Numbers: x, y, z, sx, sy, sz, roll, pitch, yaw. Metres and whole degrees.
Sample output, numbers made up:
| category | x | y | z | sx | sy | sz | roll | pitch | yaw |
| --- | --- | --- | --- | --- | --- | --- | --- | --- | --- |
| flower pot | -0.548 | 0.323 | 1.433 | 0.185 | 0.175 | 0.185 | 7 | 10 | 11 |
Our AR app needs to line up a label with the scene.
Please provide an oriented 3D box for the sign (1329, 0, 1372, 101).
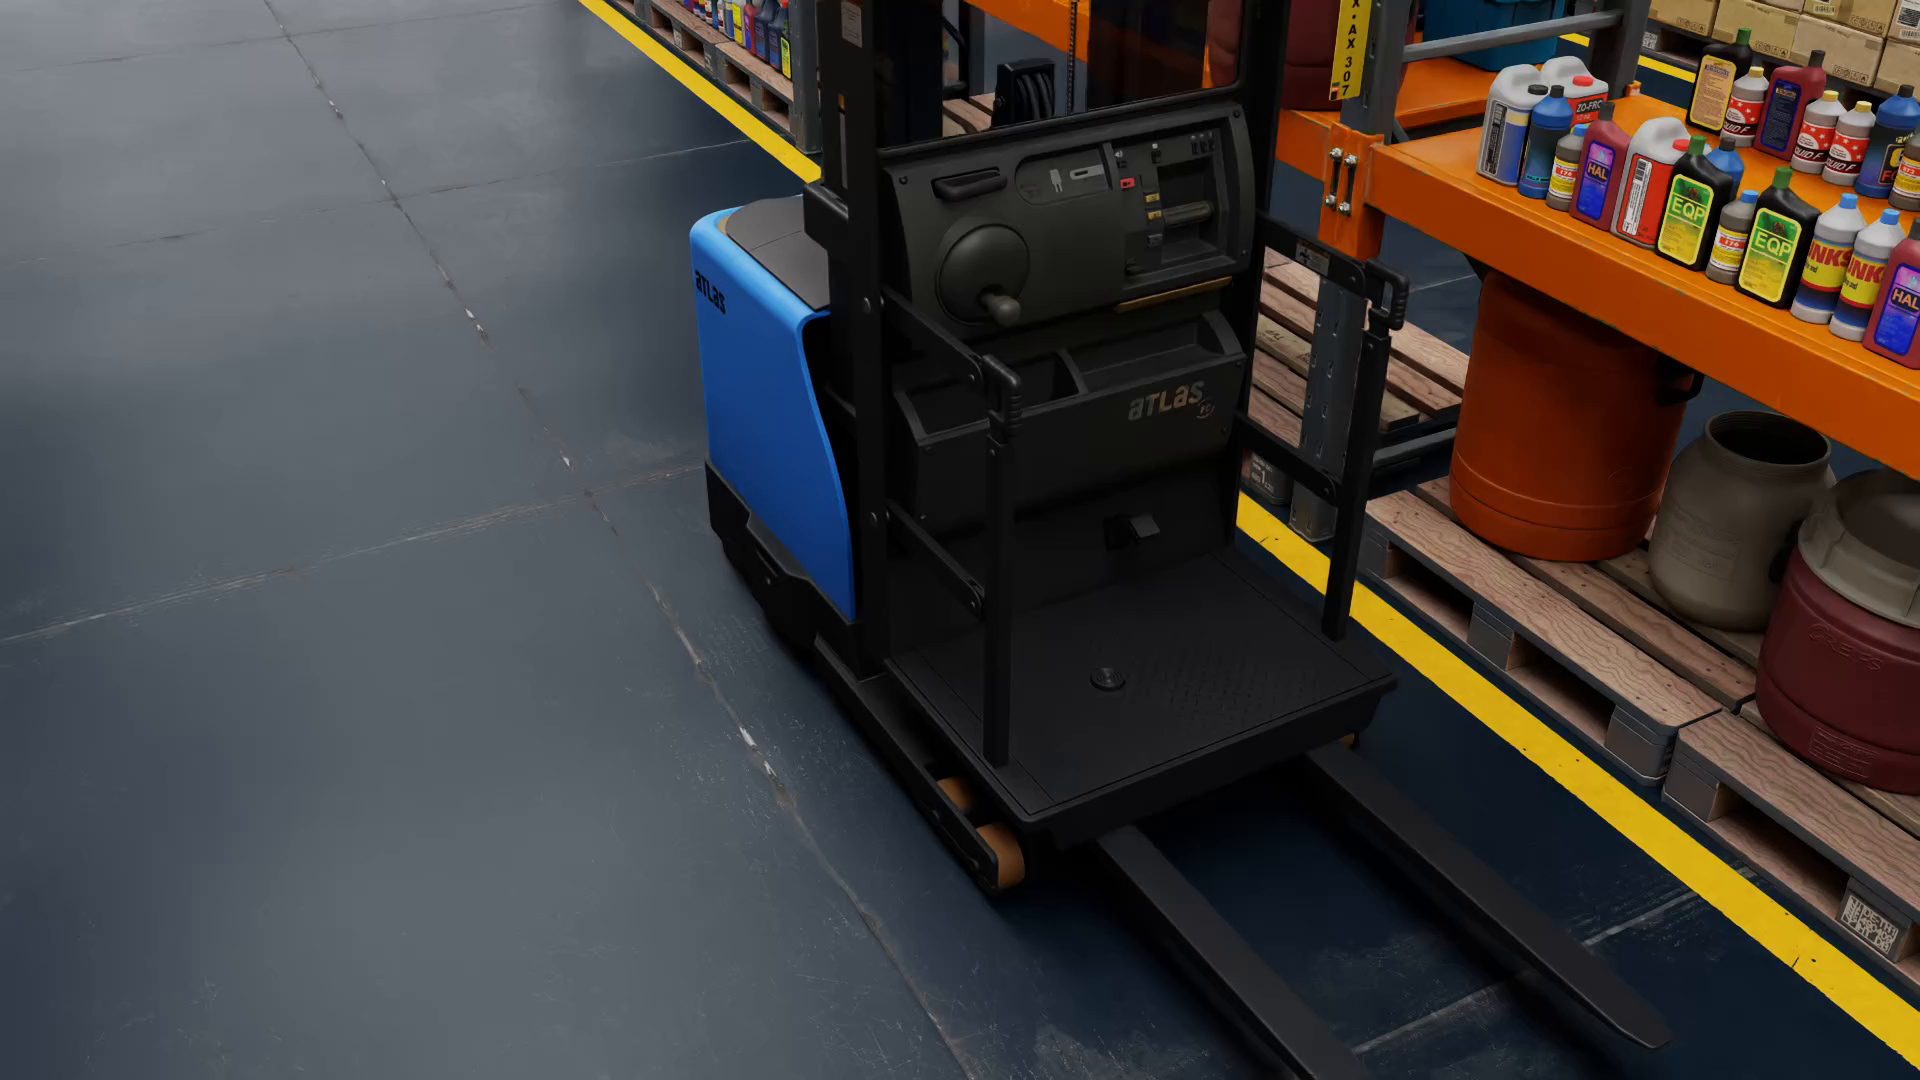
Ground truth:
| category | x | y | z | sx | sy | sz | roll | pitch | yaw |
| --- | --- | --- | --- | --- | --- | --- | --- | --- | --- |
| sign | 1.034 | -1.326 | 4.388 | 0.100 | 0.325 | 0.005 | -16 | 36 | -23 |

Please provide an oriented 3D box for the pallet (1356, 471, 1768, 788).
| category | x | y | z | sx | sy | sz | roll | pitch | yaw |
| --- | --- | --- | --- | --- | --- | --- | --- | --- | --- |
| pallet | 1.922 | 0.141 | 4.834 | 1.003 | 0.211 | 1.213 | -16 | 36 | -23 |

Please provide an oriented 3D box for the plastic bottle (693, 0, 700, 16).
| category | x | y | z | sx | sy | sz | roll | pitch | yaw |
| --- | --- | --- | --- | --- | --- | --- | --- | --- | --- |
| plastic bottle | -1.483 | -3.146 | 9.501 | 0.097 | 0.271 | 0.097 | 0 | 33 | 0 |

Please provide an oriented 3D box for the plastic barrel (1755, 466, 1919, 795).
| category | x | y | z | sx | sy | sz | roll | pitch | yaw |
| --- | --- | --- | --- | --- | --- | --- | --- | --- | --- |
| plastic barrel | 2.287 | 0.208 | 3.991 | 0.600 | 0.588 | 0.708 | -16 | 36 | -23 |

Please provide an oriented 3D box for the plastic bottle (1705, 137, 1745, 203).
| category | x | y | z | sx | sy | sz | roll | pitch | yaw |
| --- | --- | --- | --- | --- | --- | --- | --- | --- | --- |
| plastic bottle | 1.733 | -0.789 | 3.821 | 0.097 | 0.271 | 0.097 | 0 | 33 | 0 |

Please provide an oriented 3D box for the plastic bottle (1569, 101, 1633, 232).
| category | x | y | z | sx | sy | sz | roll | pitch | yaw |
| --- | --- | --- | --- | --- | --- | --- | --- | --- | --- |
| plastic bottle | 1.546 | -0.894 | 3.972 | 0.061 | 0.283 | 0.133 | -16 | 36 | -23 |

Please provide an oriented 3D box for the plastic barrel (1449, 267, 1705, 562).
| category | x | y | z | sx | sy | sz | roll | pitch | yaw |
| --- | --- | --- | --- | --- | --- | --- | --- | --- | --- |
| plastic barrel | 1.760 | -0.433 | 4.767 | 0.600 | 0.830 | 0.708 | -16 | 36 | -23 |

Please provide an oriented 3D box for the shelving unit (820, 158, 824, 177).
| category | x | y | z | sx | sy | sz | roll | pitch | yaw |
| --- | --- | --- | --- | --- | --- | --- | --- | --- | --- |
| shelving unit | -0.284 | -0.708 | 5.382 | 0.215 | 1.050 | 0.252 | -17 | 36 | -24 |

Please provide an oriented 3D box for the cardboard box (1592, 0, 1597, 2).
| category | x | y | z | sx | sy | sz | roll | pitch | yaw |
| --- | --- | --- | --- | --- | --- | --- | --- | --- | --- |
| cardboard box | 4.005 | -3.316 | 9.805 | 0.500 | 0.250 | 0.500 | -17 | 36 | -24 |

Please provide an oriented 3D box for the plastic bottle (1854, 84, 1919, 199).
| category | x | y | z | sx | sy | sz | roll | pitch | yaw |
| --- | --- | --- | --- | --- | --- | --- | --- | --- | --- |
| plastic bottle | 2.319 | -0.996 | 4.144 | 0.097 | 0.271 | 0.097 | 0 | 33 | 0 |

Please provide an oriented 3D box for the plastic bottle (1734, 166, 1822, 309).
| category | x | y | z | sx | sy | sz | roll | pitch | yaw |
| --- | --- | --- | --- | --- | --- | --- | --- | --- | --- |
| plastic bottle | 1.779 | -0.656 | 3.601 | 0.061 | 0.283 | 0.133 | -16 | 36 | -23 |

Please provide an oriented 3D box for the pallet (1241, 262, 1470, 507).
| category | x | y | z | sx | sy | sz | roll | pitch | yaw |
| --- | --- | --- | --- | --- | --- | --- | --- | --- | --- |
| pallet | 1.190 | -0.604 | 5.997 | 1.003 | 0.211 | 1.213 | -16 | 36 | -23 |

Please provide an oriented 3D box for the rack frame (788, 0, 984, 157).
| category | x | y | z | sx | sy | sz | roll | pitch | yaw |
| --- | --- | --- | --- | --- | --- | --- | --- | --- | --- |
| rack frame | -0.348 | -3.308 | 7.633 | 1.000 | 3.000 | 0.127 | -16 | 36 | -23 |

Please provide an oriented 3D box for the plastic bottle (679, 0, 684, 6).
| category | x | y | z | sx | sy | sz | roll | pitch | yaw |
| --- | --- | --- | --- | --- | --- | --- | --- | --- | --- |
| plastic bottle | -1.595 | -3.231 | 9.698 | 0.097 | 0.201 | 0.097 | 0 | 33 | 0 |

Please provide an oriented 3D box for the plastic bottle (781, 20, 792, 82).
| category | x | y | z | sx | sy | sz | roll | pitch | yaw |
| --- | --- | --- | --- | --- | --- | --- | --- | --- | --- |
| plastic bottle | -0.864 | -2.496 | 8.475 | 0.061 | 0.283 | 0.133 | -14 | 35 | -21 |

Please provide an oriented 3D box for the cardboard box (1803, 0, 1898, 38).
| category | x | y | z | sx | sy | sz | roll | pitch | yaw |
| --- | --- | --- | --- | --- | --- | --- | --- | --- | --- |
| cardboard box | 4.726 | -2.814 | 8.501 | 0.500 | 0.311 | 0.500 | -15 | 36 | -22 |

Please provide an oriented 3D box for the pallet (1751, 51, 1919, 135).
| category | x | y | z | sx | sy | sz | roll | pitch | yaw |
| --- | --- | --- | --- | --- | --- | --- | --- | --- | --- |
| pallet | 4.987 | -2.453 | 8.883 | 1.003 | 0.211 | 1.213 | -16 | 36 | -23 |

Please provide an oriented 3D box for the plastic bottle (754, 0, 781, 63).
| category | x | y | z | sx | sy | sz | roll | pitch | yaw |
| --- | --- | --- | --- | --- | --- | --- | --- | --- | --- |
| plastic bottle | -0.992 | -2.704 | 8.738 | 0.144 | 0.351 | 0.185 | -18 | 37 | -25 |

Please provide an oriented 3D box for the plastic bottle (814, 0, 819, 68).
| category | x | y | z | sx | sy | sz | roll | pitch | yaw |
| --- | --- | --- | --- | --- | --- | --- | --- | --- | --- |
| plastic bottle | -0.775 | -2.649 | 8.652 | 0.144 | 0.351 | 0.185 | -16 | 36 | -23 |

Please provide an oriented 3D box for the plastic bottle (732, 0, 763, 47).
| category | x | y | z | sx | sy | sz | roll | pitch | yaw |
| --- | --- | --- | --- | --- | --- | --- | --- | --- | --- |
| plastic bottle | -1.143 | -2.858 | 8.979 | 0.144 | 0.351 | 0.185 | -16 | 36 | -23 |

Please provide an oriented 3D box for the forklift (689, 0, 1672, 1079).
| category | x | y | z | sx | sy | sz | roll | pitch | yaw |
| --- | --- | --- | --- | --- | --- | --- | --- | --- | --- |
| forklift | 0.381 | -0.682 | 3.598 | 1.130 | 2.935 | 3.031 | -17 | 36 | -24 |

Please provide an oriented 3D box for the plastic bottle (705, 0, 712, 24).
| category | x | y | z | sx | sy | sz | roll | pitch | yaw |
| --- | --- | --- | --- | --- | --- | --- | --- | --- | --- |
| plastic bottle | -1.390 | -3.022 | 9.372 | 0.097 | 0.201 | 0.097 | 0 | 33 | 0 |

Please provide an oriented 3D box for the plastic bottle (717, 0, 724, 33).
| category | x | y | z | sx | sy | sz | roll | pitch | yaw |
| --- | --- | --- | --- | --- | --- | --- | --- | --- | --- |
| plastic bottle | -1.295 | -2.923 | 9.219 | 0.097 | 0.201 | 0.097 | 0 | 33 | 0 |

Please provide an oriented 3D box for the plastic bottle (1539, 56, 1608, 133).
| category | x | y | z | sx | sy | sz | roll | pitch | yaw |
| --- | --- | --- | --- | --- | --- | --- | --- | --- | --- |
| plastic bottle | 1.568 | -1.097 | 4.297 | 0.152 | 0.276 | 0.135 | -16 | 36 | -23 |

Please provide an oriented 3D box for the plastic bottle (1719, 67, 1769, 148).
| category | x | y | z | sx | sy | sz | roll | pitch | yaw |
| --- | --- | --- | --- | --- | --- | --- | --- | --- | --- |
| plastic bottle | 2.121 | -1.170 | 4.480 | 0.097 | 0.201 | 0.097 | 0 | 33 | 0 |

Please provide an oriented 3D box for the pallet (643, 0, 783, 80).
| category | x | y | z | sx | sy | sz | roll | pitch | yaw |
| --- | --- | --- | --- | --- | --- | --- | --- | --- | --- |
| pallet | -1.197 | -3.048 | 9.811 | 1.003 | 0.211 | 1.213 | -16 | 36 | -23 |

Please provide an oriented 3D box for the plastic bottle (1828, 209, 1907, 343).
| category | x | y | z | sx | sy | sz | roll | pitch | yaw |
| --- | --- | --- | --- | --- | --- | --- | --- | --- | --- |
| plastic bottle | 1.894 | -0.554 | 3.453 | 0.097 | 0.271 | 0.097 | 0 | 33 | 0 |

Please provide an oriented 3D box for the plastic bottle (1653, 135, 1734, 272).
| category | x | y | z | sx | sy | sz | roll | pitch | yaw |
| --- | --- | --- | --- | --- | --- | --- | --- | --- | --- |
| plastic bottle | 1.671 | -0.766 | 3.773 | 0.061 | 0.283 | 0.133 | -16 | 36 | -23 |

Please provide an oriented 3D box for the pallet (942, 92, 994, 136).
| category | x | y | z | sx | sy | sz | roll | pitch | yaw |
| --- | --- | --- | --- | --- | --- | --- | --- | --- | --- |
| pallet | 0.053 | -1.769 | 7.815 | 1.003 | 0.211 | 1.213 | -16 | 36 | -23 |

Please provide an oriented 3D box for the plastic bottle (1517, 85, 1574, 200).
| category | x | y | z | sx | sy | sz | roll | pitch | yaw |
| --- | --- | --- | --- | --- | --- | --- | --- | --- | --- |
| plastic bottle | 1.463 | -0.995 | 4.141 | 0.097 | 0.271 | 0.097 | 0 | 33 | 0 |

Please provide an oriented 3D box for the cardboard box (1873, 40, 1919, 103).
| category | x | y | z | sx | sy | sz | roll | pitch | yaw |
| --- | --- | --- | --- | --- | --- | --- | --- | --- | --- |
| cardboard box | 4.965 | -2.338 | 8.278 | 0.500 | 0.250 | 0.500 | -15 | 36 | -22 |

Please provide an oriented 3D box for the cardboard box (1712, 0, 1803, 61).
| category | x | y | z | sx | sy | sz | roll | pitch | yaw |
| --- | --- | --- | --- | --- | --- | --- | --- | --- | --- |
| cardboard box | 4.486 | -2.825 | 9.039 | 0.500 | 0.250 | 0.500 | -17 | 36 | -25 |

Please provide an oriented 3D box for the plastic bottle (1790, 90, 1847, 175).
| category | x | y | z | sx | sy | sz | roll | pitch | yaw |
| --- | --- | --- | --- | --- | --- | --- | --- | --- | --- |
| plastic bottle | 2.229 | -1.060 | 4.308 | 0.097 | 0.201 | 0.097 | 0 | 33 | 0 |

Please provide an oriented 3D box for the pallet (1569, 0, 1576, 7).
| category | x | y | z | sx | sy | sz | roll | pitch | yaw |
| --- | --- | --- | --- | --- | --- | --- | --- | --- | --- |
| pallet | 3.702 | -3.768 | 10.935 | 1.003 | 0.211 | 1.213 | -16 | 36 | -23 |

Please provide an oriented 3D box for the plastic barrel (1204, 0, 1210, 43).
| category | x | y | z | sx | sy | sz | roll | pitch | yaw |
| --- | --- | --- | --- | --- | --- | --- | --- | --- | --- |
| plastic barrel | 0.849 | -1.883 | 5.305 | 0.421 | 0.512 | 0.421 | 0 | 33 | 0 |

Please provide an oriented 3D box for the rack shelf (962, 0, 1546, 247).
| category | x | y | z | sx | sy | sz | roll | pitch | yaw |
| --- | --- | --- | --- | --- | --- | --- | --- | --- | --- |
| rack shelf | 0.585 | -2.050 | 6.337 | 1.077 | 0.370 | 4.000 | -16 | 36 | -23 |

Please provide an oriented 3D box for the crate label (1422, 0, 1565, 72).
| category | x | y | z | sx | sy | sz | roll | pitch | yaw |
| --- | --- | --- | --- | --- | --- | --- | --- | --- | --- |
| crate label | 1.652 | -1.624 | 5.159 | 0.303 | 0.233 | 0.416 | -16 | 36 | -23 |
